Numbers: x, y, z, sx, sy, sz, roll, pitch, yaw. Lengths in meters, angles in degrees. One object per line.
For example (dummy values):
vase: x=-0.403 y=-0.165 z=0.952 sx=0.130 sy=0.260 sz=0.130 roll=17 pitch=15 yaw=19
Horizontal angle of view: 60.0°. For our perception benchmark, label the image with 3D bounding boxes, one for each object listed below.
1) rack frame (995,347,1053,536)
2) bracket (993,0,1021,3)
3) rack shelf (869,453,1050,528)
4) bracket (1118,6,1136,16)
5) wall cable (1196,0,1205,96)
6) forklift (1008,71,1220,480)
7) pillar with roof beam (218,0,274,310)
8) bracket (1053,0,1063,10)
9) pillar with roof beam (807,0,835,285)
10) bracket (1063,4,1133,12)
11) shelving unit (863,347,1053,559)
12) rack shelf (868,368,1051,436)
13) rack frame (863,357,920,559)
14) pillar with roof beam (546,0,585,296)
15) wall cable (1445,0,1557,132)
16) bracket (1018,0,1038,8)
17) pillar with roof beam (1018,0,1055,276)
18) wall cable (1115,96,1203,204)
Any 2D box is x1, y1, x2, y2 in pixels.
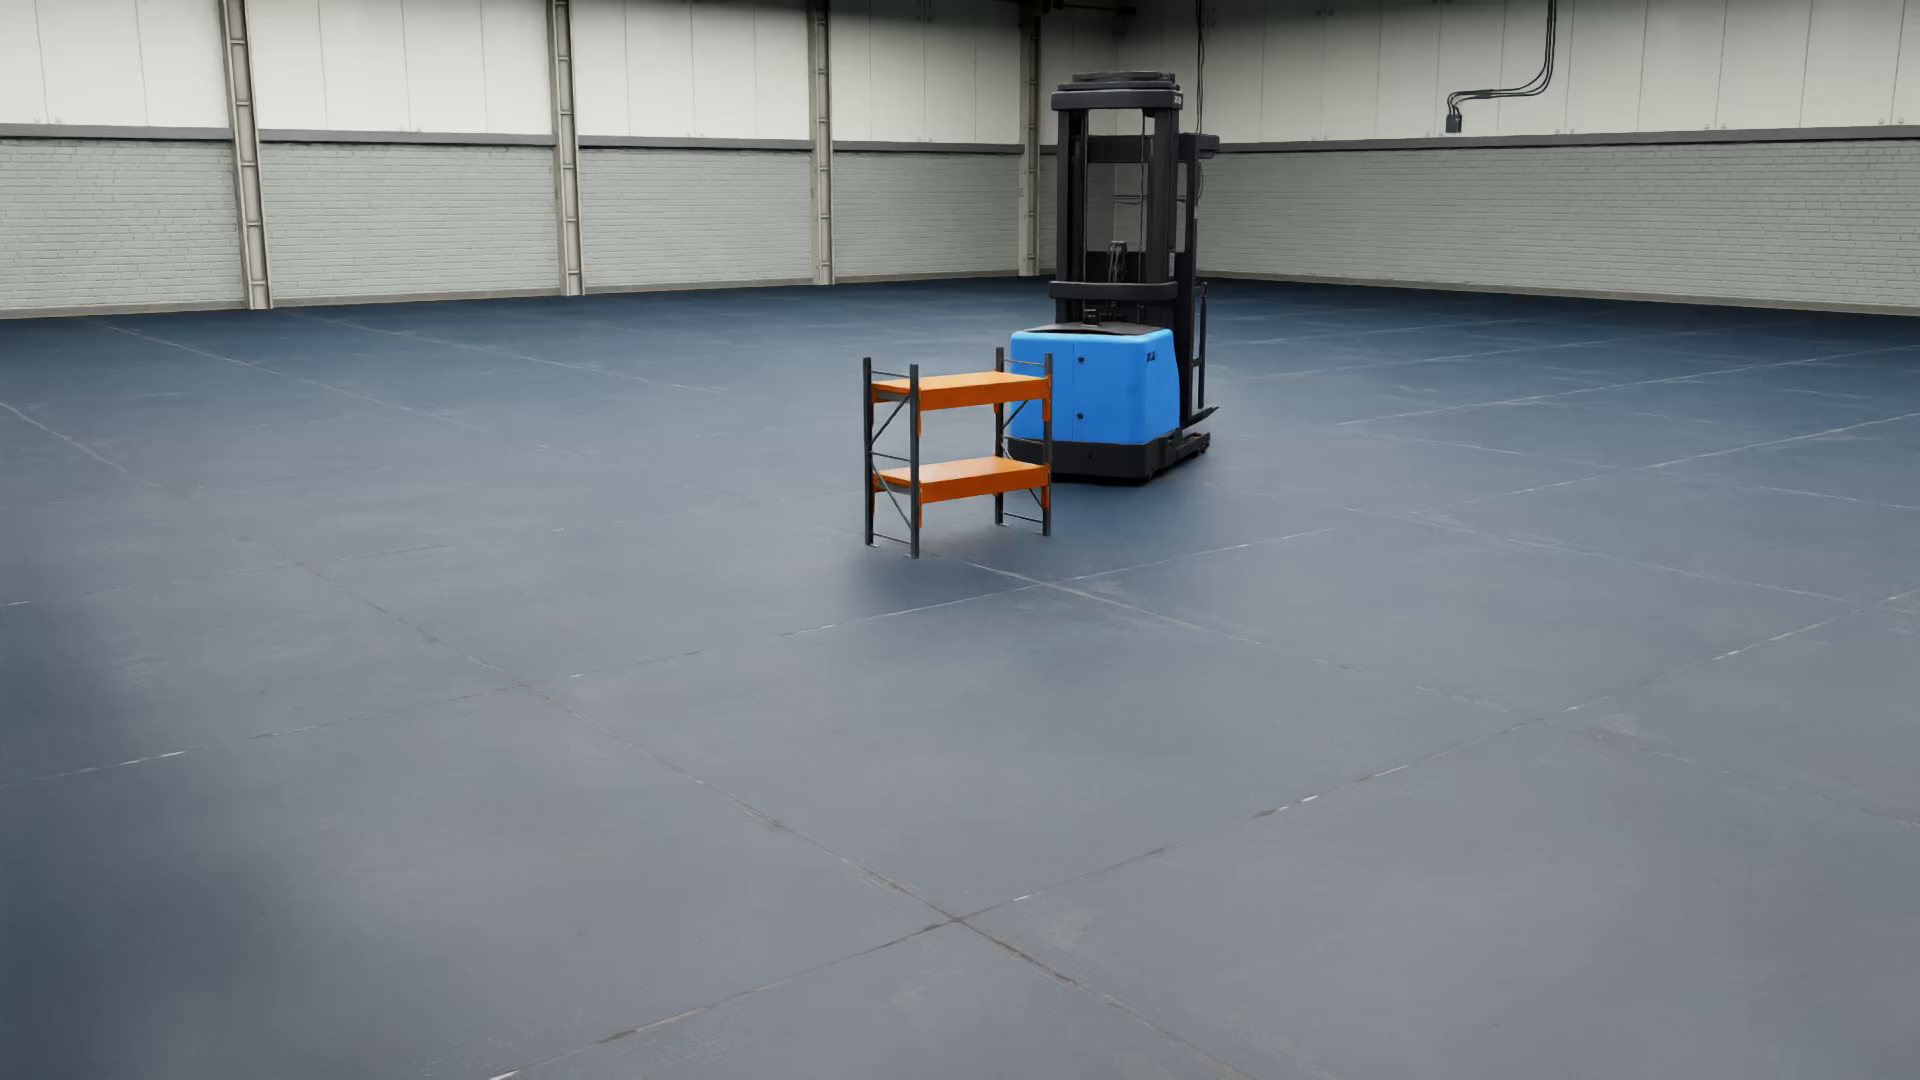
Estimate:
rack frame: x=0.392 y=-0.615 z=10.318 sx=0.032 sy=1.125 sz=0.500 roll=-9 pitch=15 yaw=-38
bracket: x=-0.448 y=-12.146 z=36.997 sx=4.783 sy=0.066 sz=0.076 roll=-9 pitch=15 yaw=-38
rack shelf: x=-0.005 y=-0.310 z=10.059 sx=1.000 sy=0.278 sz=0.538 roll=-9 pitch=15 yaw=-38
bracket: x=4.063 y=-12.895 z=40.527 sx=0.430 sy=0.232 sz=0.235 roll=-9 pitch=15 yaw=-38
wall cable: x=6.483 y=-11.511 z=37.992 sx=0.112 sy=2.526 sz=3.097 roll=-9 pitch=15 yaw=-38
forklift: x=1.381 y=-2.131 z=13.109 sx=1.130 sy=2.935 sz=3.031 roll=5 pitch=13 yaw=22
pillar with roof beam: x=-9.700 y=-7.797 z=25.182 sx=0.400 sy=9.000 sz=9.100 roll=-9 pitch=15 yaw=-38
bracket: x=2.212 y=-12.588 z=39.079 sx=0.430 sy=0.232 sz=0.235 roll=-9 pitch=15 yaw=-38
pillar with roof beam: x=-0.329 y=-9.354 z=32.515 sx=0.548 sy=9.000 sz=9.100 roll=-9 pitch=15 yaw=-38
bracket: x=3.602 y=-12.819 z=40.166 sx=3.189 sy=0.066 sz=0.076 roll=-9 pitch=15 yaw=-38
shelving unit: x=-0.005 y=-0.549 z=10.008 sx=1.048 sy=1.125 sz=0.538 roll=-9 pitch=15 yaw=-38
rack shelf: x=-0.005 y=-0.836 z=9.947 sx=1.000 sy=0.278 sz=0.538 roll=-9 pitch=15 yaw=-38
rack frame: x=-0.402 y=-0.483 z=9.697 sx=0.032 sy=1.125 sz=0.500 roll=-9 pitch=15 yaw=-38
pillar with roof beam: x=-5.015 y=-8.575 z=28.849 sx=0.400 sy=9.000 sz=9.100 roll=-9 pitch=15 yaw=-38
wall cable: x=10.711 y=-11.120 z=32.646 sx=0.169 sy=6.003 sz=2.305 roll=-9 pitch=15 yaw=-38
bracket: x=1.564 y=-12.480 z=38.571 sx=0.430 sy=0.232 sz=0.235 roll=-9 pitch=15 yaw=-38
pillar with roof beam: x=4.356 y=-10.132 z=36.182 sx=0.548 sy=9.000 sz=9.100 roll=-9 pitch=15 yaw=-38
wall cable: x=4.793 y=-9.480 z=40.583 sx=0.112 sy=2.526 sz=3.097 roll=-9 pitch=15 yaw=-38
